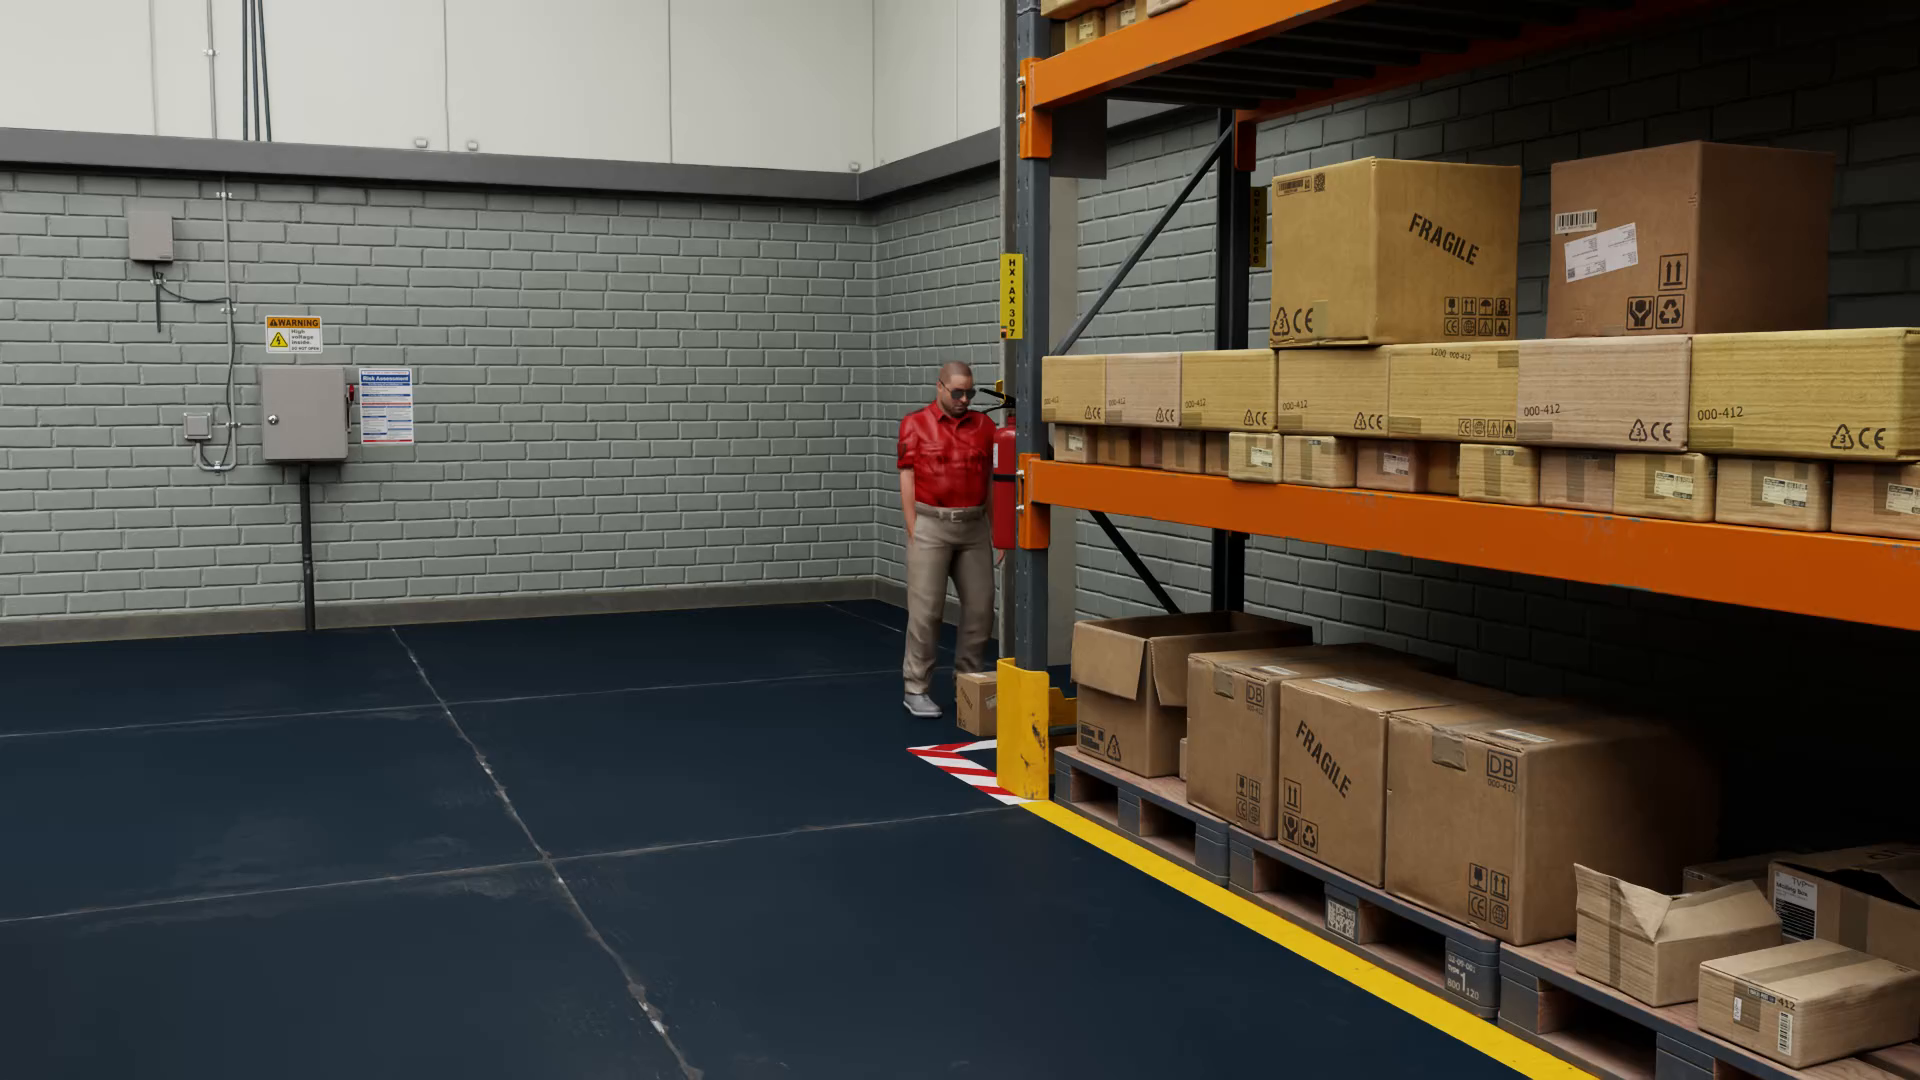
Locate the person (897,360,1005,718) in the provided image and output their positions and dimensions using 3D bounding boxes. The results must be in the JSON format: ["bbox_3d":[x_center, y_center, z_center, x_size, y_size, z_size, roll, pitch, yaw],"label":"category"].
[{"bbox_3d":[-0.033,-0.013,8.101,0.536,1.715,0.363,-2,6,-23],"label":"person"}]
